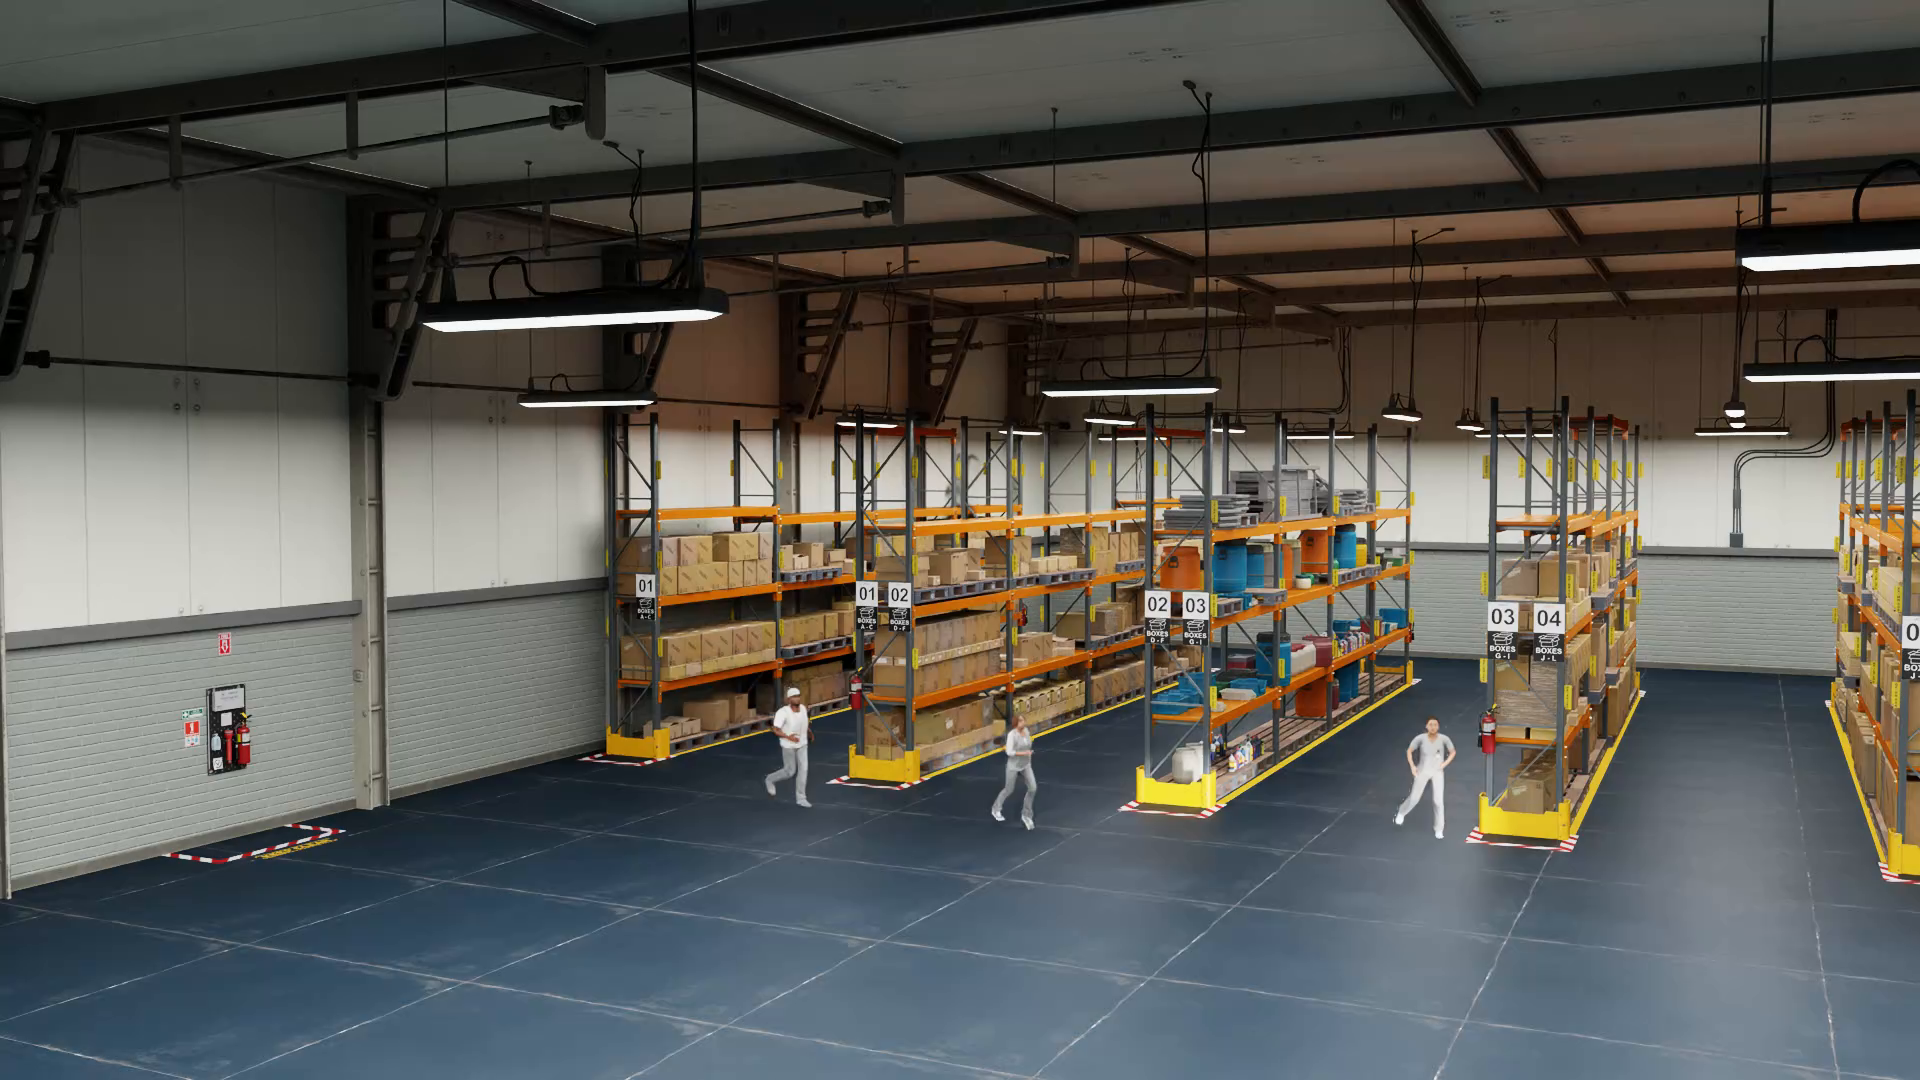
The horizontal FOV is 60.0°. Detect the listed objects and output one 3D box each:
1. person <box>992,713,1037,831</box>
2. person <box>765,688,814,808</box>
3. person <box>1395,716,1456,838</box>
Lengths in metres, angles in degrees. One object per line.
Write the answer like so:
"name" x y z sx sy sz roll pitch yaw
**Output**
"person" 0.803 3.223 23.294 0.545 1.632 0.837 -2 3 -36
"person" -2.516 3.086 24.917 0.708 1.763 0.887 -2 3 -43
"person" 6.429 3.244 22.927 0.783 1.667 0.677 0 2 10
